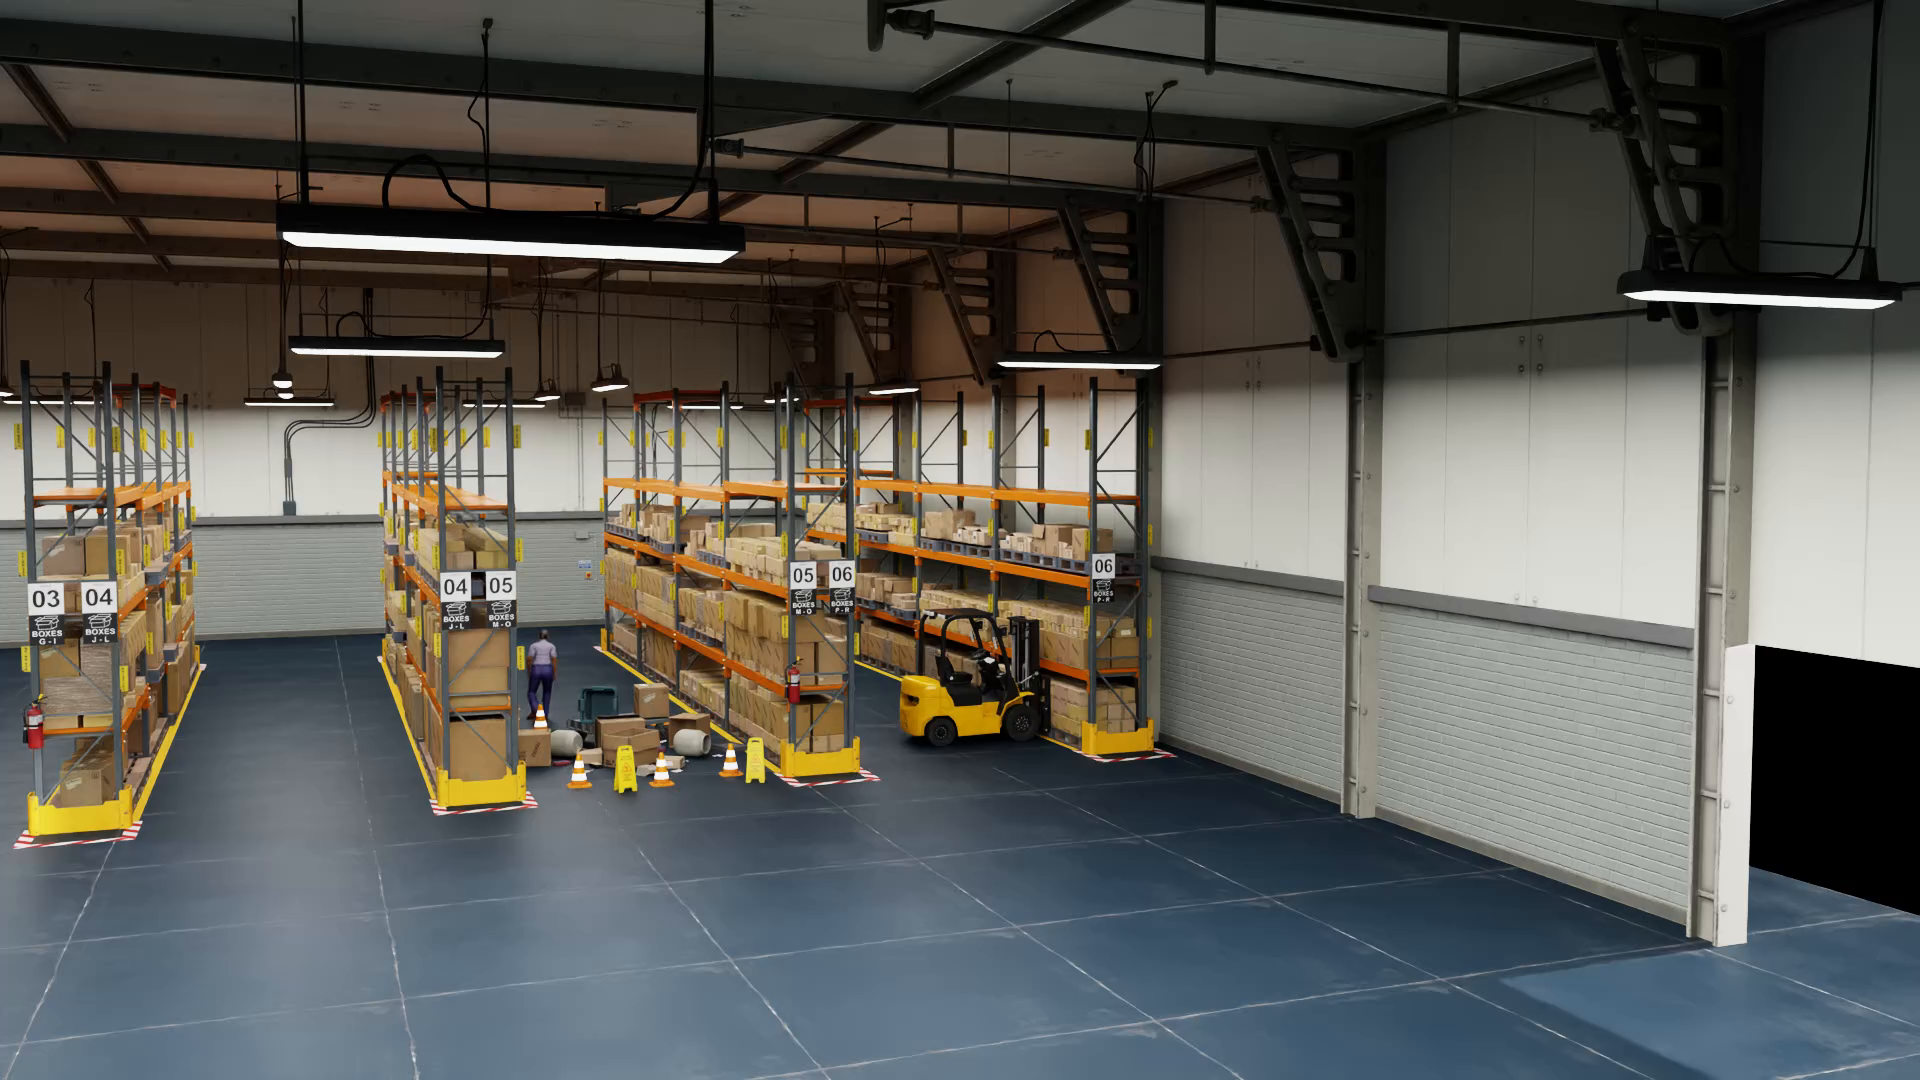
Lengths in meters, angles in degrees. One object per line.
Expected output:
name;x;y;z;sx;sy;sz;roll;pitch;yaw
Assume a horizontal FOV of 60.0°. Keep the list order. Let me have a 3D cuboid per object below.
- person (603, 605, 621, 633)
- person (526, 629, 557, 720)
person;-8.965;1.611;43.092;0.507;1.719;0.457;2;4;30
person;-7.449;2.415;29.607;0.567;1.623;0.625;-1;4;-19
